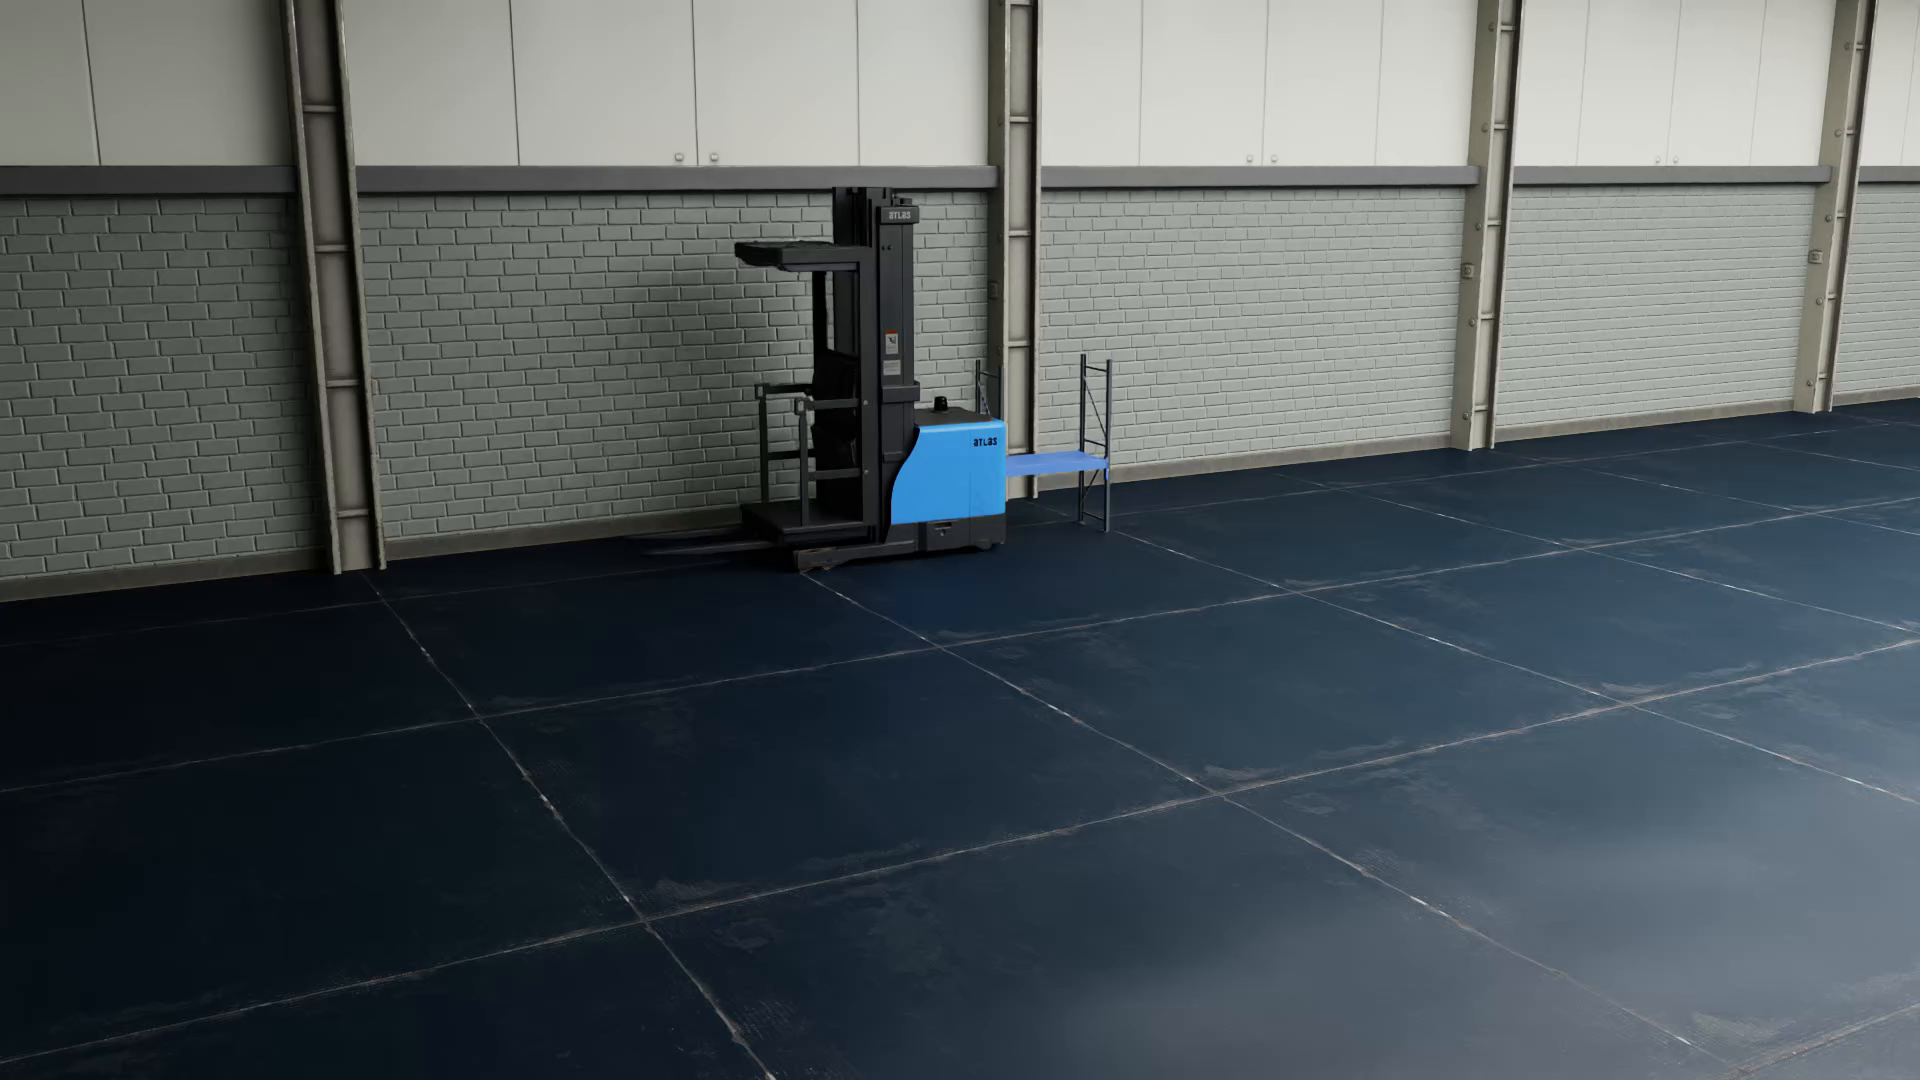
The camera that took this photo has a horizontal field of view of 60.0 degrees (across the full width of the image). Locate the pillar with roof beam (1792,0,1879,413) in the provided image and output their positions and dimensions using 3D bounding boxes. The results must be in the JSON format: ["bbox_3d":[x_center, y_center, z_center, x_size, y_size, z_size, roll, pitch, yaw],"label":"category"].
[{"bbox_3d":[13.096,-5.237,16.882,0.400,9.000,9.100,-7,14,-28],"label":"pillar with roof beam"}]

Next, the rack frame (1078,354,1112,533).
[{"bbox_3d":[1.170,-0.841,14.429,0.032,1.500,0.500,-6,14,-24],"label":"rack frame"}]

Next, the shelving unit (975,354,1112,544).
[{"bbox_3d":[0.708,-0.794,14.222,1.048,1.500,0.538,-6,14,-24],"label":"shelving unit"}]

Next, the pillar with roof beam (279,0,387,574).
[{"bbox_3d":[-2.703,-3.343,8.468,0.400,9.000,9.100,-7,14,-28],"label":"pillar with roof beam"}]

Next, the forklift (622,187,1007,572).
[{"bbox_3d":[-1.174,-1.311,13.261,3.031,2.935,1.130,-6,14,-24],"label":"forklift"}]

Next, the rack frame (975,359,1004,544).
[{"bbox_3d":[0.246,-0.748,14.015,0.032,1.500,0.500,-6,14,-24],"label":"rack frame"}]

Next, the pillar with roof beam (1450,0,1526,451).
[{"bbox_3d":[7.830,-4.605,14.077,0.400,9.000,9.100,-7,14,-28],"label":"pillar with roof beam"}]

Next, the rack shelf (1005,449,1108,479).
[{"bbox_3d":[0.708,-0.619,14.261,1.000,0.185,0.538,-6,14,-24],"label":"rack shelf"}]

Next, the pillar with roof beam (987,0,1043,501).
[{"bbox_3d":[2.563,-3.974,11.273,0.400,9.000,9.100,-7,14,-28],"label":"pillar with roof beam"}]
